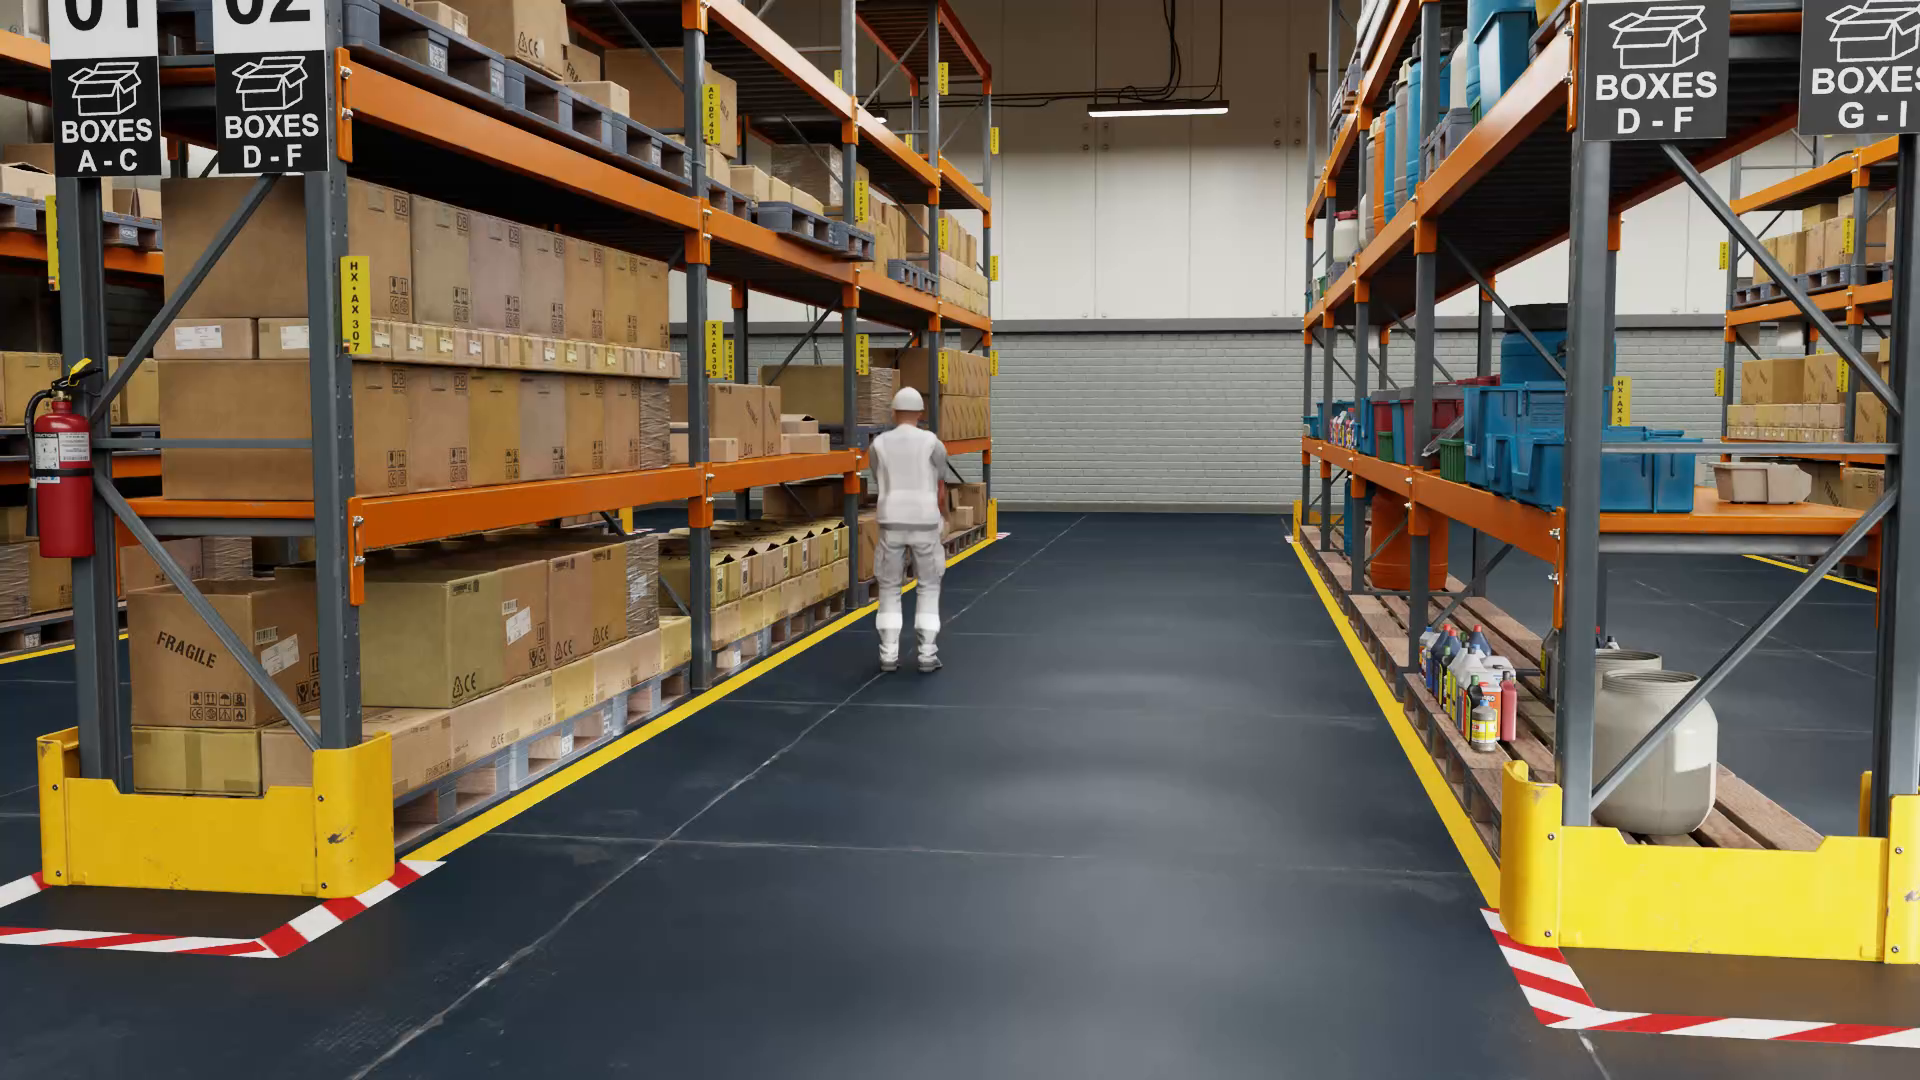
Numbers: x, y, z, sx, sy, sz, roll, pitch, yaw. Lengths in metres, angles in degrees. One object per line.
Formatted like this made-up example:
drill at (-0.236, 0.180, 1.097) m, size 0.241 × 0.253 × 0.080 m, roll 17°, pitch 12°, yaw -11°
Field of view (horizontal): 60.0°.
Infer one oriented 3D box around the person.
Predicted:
person at (-0.323, -0.081, 10.487) m, size 0.495 × 1.785 × 0.552 m, roll 1°, pitch 4°, yaw 9°
